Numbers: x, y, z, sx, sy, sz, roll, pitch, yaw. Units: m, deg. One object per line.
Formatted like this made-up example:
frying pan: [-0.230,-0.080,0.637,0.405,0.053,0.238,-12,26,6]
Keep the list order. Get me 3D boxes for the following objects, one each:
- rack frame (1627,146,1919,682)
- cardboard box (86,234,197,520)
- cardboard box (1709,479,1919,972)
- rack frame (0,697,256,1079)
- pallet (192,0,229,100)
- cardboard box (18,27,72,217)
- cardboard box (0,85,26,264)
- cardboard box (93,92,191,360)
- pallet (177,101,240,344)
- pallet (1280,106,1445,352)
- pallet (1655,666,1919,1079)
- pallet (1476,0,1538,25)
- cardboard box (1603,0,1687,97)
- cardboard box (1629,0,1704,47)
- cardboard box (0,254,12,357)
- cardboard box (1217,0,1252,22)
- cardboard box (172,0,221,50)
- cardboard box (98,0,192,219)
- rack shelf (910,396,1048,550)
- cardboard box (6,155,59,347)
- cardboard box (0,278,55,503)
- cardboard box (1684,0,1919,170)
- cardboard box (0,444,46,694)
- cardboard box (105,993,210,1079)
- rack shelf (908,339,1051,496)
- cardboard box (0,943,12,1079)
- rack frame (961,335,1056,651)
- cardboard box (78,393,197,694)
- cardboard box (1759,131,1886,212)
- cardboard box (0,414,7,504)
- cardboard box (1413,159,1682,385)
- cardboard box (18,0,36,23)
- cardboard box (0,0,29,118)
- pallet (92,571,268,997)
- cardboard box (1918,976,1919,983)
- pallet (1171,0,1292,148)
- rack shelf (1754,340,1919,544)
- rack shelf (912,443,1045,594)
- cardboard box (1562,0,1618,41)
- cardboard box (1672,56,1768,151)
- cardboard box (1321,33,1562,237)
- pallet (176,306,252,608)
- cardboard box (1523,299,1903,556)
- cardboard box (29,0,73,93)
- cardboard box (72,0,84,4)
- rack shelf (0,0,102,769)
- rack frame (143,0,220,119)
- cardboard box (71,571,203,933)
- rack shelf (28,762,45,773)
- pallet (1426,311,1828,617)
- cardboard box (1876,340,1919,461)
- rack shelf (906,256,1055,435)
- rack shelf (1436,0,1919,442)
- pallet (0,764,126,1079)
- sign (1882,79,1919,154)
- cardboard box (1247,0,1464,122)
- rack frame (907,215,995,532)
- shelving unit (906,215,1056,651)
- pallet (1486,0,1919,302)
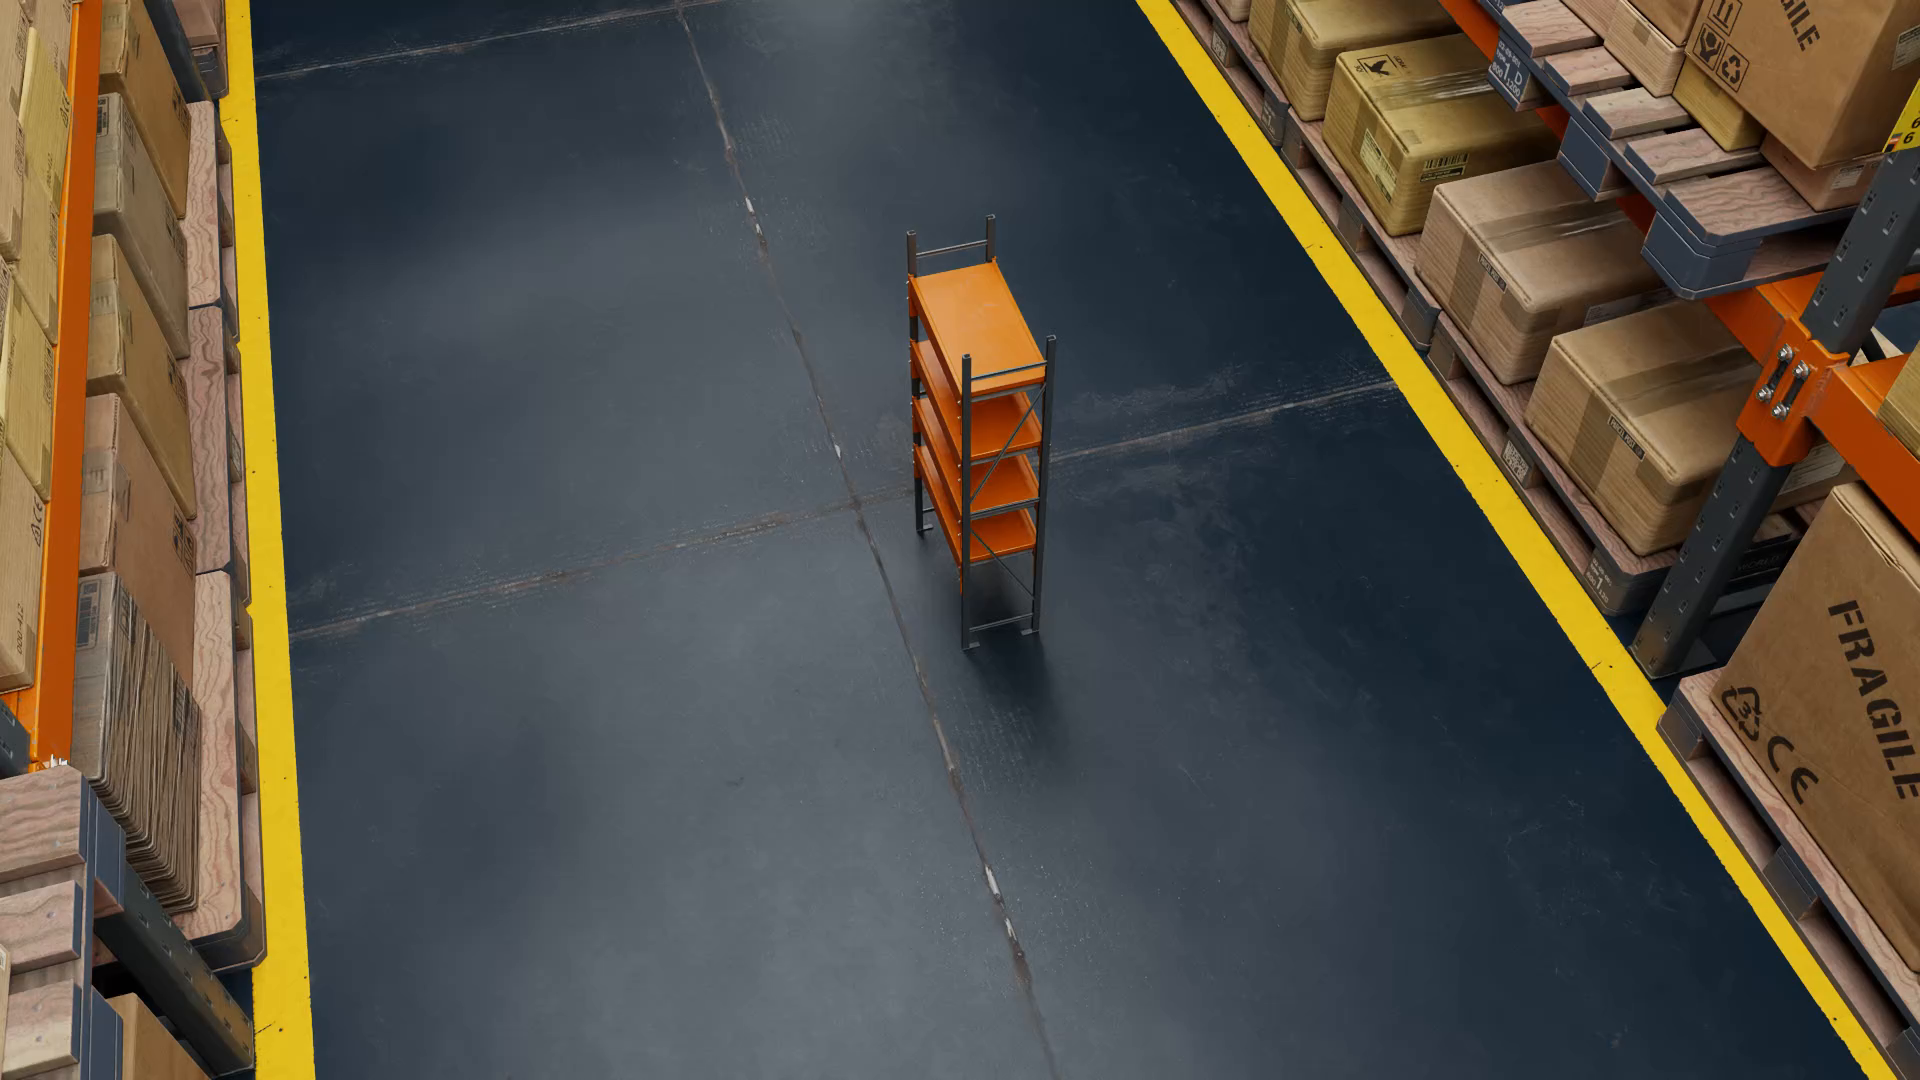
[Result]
rack frame: [2.491,-0.707,3.884,1.000,3.000,0.127,-13,51,-11]
cardboard box: [-2.821,-0.377,4.885,0.875,0.625,0.625,-15,52,-12]
cardboard box: [2.616,0.366,4.094,0.875,0.875,0.875,-14,51,-11]
rack frame: [-2.249,0.418,2.935,1.000,3.000,0.127,-13,51,-11]
pallet: [-3.627,-2.195,6.962,1.003,0.211,1.213,-13,51,-11]
cardboard box: [-2.602,-1.035,4.259,0.500,0.250,0.500,-12,51,-10]
cardboard box: [-2.432,-0.826,3.756,0.500,0.250,0.500,-14,51,-12]
cardboard box: [-3.045,-0.926,5.347,0.875,0.625,0.625,-14,51,-11]
pallet: [-3.177,-1.075,6.018,1.003,0.211,1.213,-13,51,-11]
pallet: [1.905,-1.268,6.181,1.003,0.211,1.213,-13,51,-11]
pallet: [2.653,0.785,4.450,1.003,0.211,1.213,-13,51,-11]
pallet: [1.867,-2.081,5.168,1.003,0.211,1.213,-13,51,-11]
cardboard box: [1.904,-1.300,4.274,0.380,0.149,0.250,-14,51,-11]
cardboard box: [1.928,-1.614,4.114,0.500,0.500,0.500,-14,51,-12]
cardboard box: [-2.294,-0.440,3.430,0.500,0.250,0.500,-12,51,-10]
cardboard box: [1.466,-2.534,6.868,0.950,0.372,0.625,-13,51,-11]
cardboard box: [-3.259,-2.180,6.650,0.500,0.250,0.500,-13,51,-11]
cardboard box: [-3.267,-1.494,5.826,0.875,0.625,0.625,-11,51,-9]
rack shelf: [0.049,-0.222,4.741,0.258,0.148,0.480,-13,51,-11]
cardboard box: [-2.450,-0.656,3.939,0.500,0.250,0.500,-15,51,-12]
cardboard box: [-2.291,-0.281,3.623,0.500,0.250,0.500,-14,51,-12]
cardboard box: [2.091,-1.239,3.798,0.500,0.500,0.500,-15,51,-12]
cardboard box: [-2.147,0.087,3.312,0.500,0.250,0.500,-13,51,-11]
cardboard box: [-1.919,1.349,3.511,0.500,0.500,0.500,-12,51,-10]
rack shelf: [0.049,-0.367,4.570,0.258,0.148,0.480,-13,51,-11]
cardboard box: [-1.688,0.757,2.539,0.380,0.149,0.250,-12,51,-10]
rack frame: [0.121,-0.088,4.539,0.240,1.200,0.015,-13,51,-11]
cardboard box: [-2.621,0.114,4.470,0.875,0.625,0.625,-12,51,-10]
cardboard box: [2.170,-0.947,3.976,0.380,0.149,0.250,-12,51,-10]
cardboard box: [-2.123,-0.079,3.126,0.500,0.250,0.500,-13,51,-11]
cardboard box: [2.108,-0.947,5.530,0.950,0.372,0.625,-14,51,-12]
cardboard box: [-2.738,-1.566,4.380,0.500,0.250,0.500,-12,51,-10]
cardboard box: [-2.607,-1.193,4.065,0.500,0.250,0.500,-13,51,-10]
pallet: [-2.455,0.707,4.516,1.003,0.211,1.213,-13,51,-11]
cardboard box: [2.876,1.019,3.544,0.875,0.875,0.875,-13,51,-11]
pallet: [1.540,-2.161,6.934,1.003,0.211,1.213,-13,51,-11]
rack shelf: [3.083,0.986,2.927,1.077,0.370,4.000,-13,51,-11]
rack shelf: [0.049,-0.094,4.893,0.258,0.148,0.480,-13,51,-11]
cardboard box: [1.837,-1.486,4.431,0.380,0.149,0.250,-16,52,-13]
cardboard box: [2.021,-1.127,4.128,0.380,0.149,0.250,-13,51,-10]
cardboard box: [1.889,-1.502,5.998,0.950,0.372,0.625,-12,51,-10]
pallet: [-2.812,-0.182,5.266,1.003,0.211,1.213,-13,51,-11]
cardboard box: [2.334,-0.410,5.078,0.950,0.372,0.625,-16,52,-13]
cardboard box: [-2.762,-1.410,4.575,0.500,0.250,0.500,-13,51,-11]
cardboard box: [-2.879,-1.780,4.887,0.500,0.250,0.500,-14,51,-11]
rack shelf: [-2.841,-0.810,4.442,1.077,0.370,4.000,-13,51,-11]
rack frame: [-3.432,-2.503,5.398,1.000,3.000,0.127,-13,51,-11]
cardboard box: [-2.421,0.590,4.069,0.875,0.625,0.625,-12,51,-10]
rack shelf: [-1.658,2.111,1.979,1.077,0.370,4.000,-13,51,-11]
pallet: [2.262,-0.379,5.431,1.003,0.211,1.213,-13,51,-11]
cardboard box: [2.396,-0.244,3.592,0.500,0.250,0.500,-14,51,-12]
rack shelf: [0.049,-0.519,4.389,0.258,0.148,0.480,-13,51,-11]
rack shelf: [1.900,-1.935,5.390,1.077,0.370,4.000,-13,51,-11]
pallet: [-1.982,0.959,2.605,1.213,0.211,1.003,-13,51,-11]
sign: [1.976,-0.925,3.362,0.100,0.325,0.005,-13,51,-11]
cardboard box: [1.682,-2.010,6.426,0.950,0.372,0.625,-10,51,-9]
rack frame: [-0.023,-0.444,4.840,0.240,1.200,0.015,-13,51,-11]
shelving unit: [0.049,-0.266,4.689,0.258,1.200,0.503,-13,51,-11]
pallet: [2.179,-1.141,4.376,1.213,0.211,1.003,-13,51,-11]
